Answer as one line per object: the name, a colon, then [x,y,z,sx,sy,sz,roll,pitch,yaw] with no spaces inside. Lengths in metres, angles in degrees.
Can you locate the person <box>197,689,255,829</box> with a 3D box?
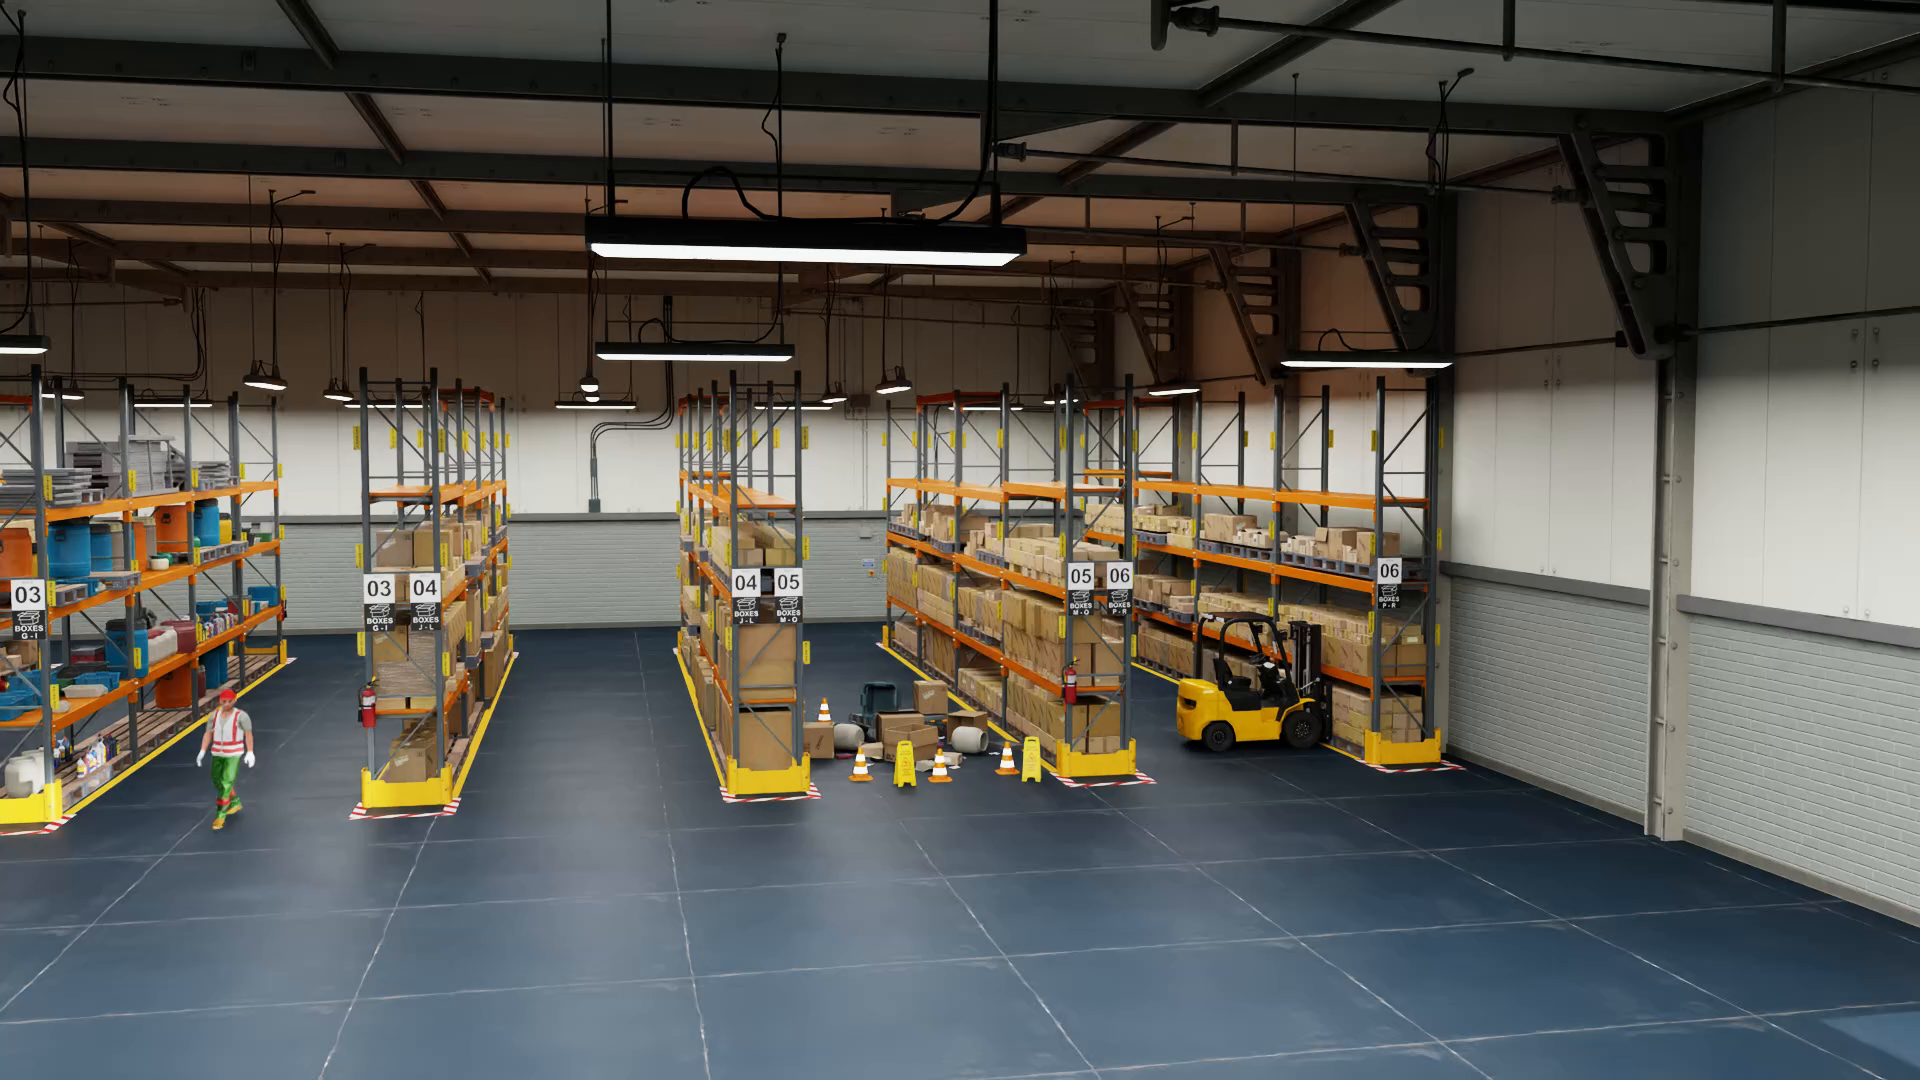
person: [-9.616,2.833,21.816,0.635,1.783,0.790,0,3,2]

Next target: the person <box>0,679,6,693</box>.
person: [-14.670,2.667,25.011,0.528,1.677,0.969,-1,4,-16]

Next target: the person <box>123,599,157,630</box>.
person: [-17.708,2.051,35.909,0.590,1.630,0.723,0,3,-3]
